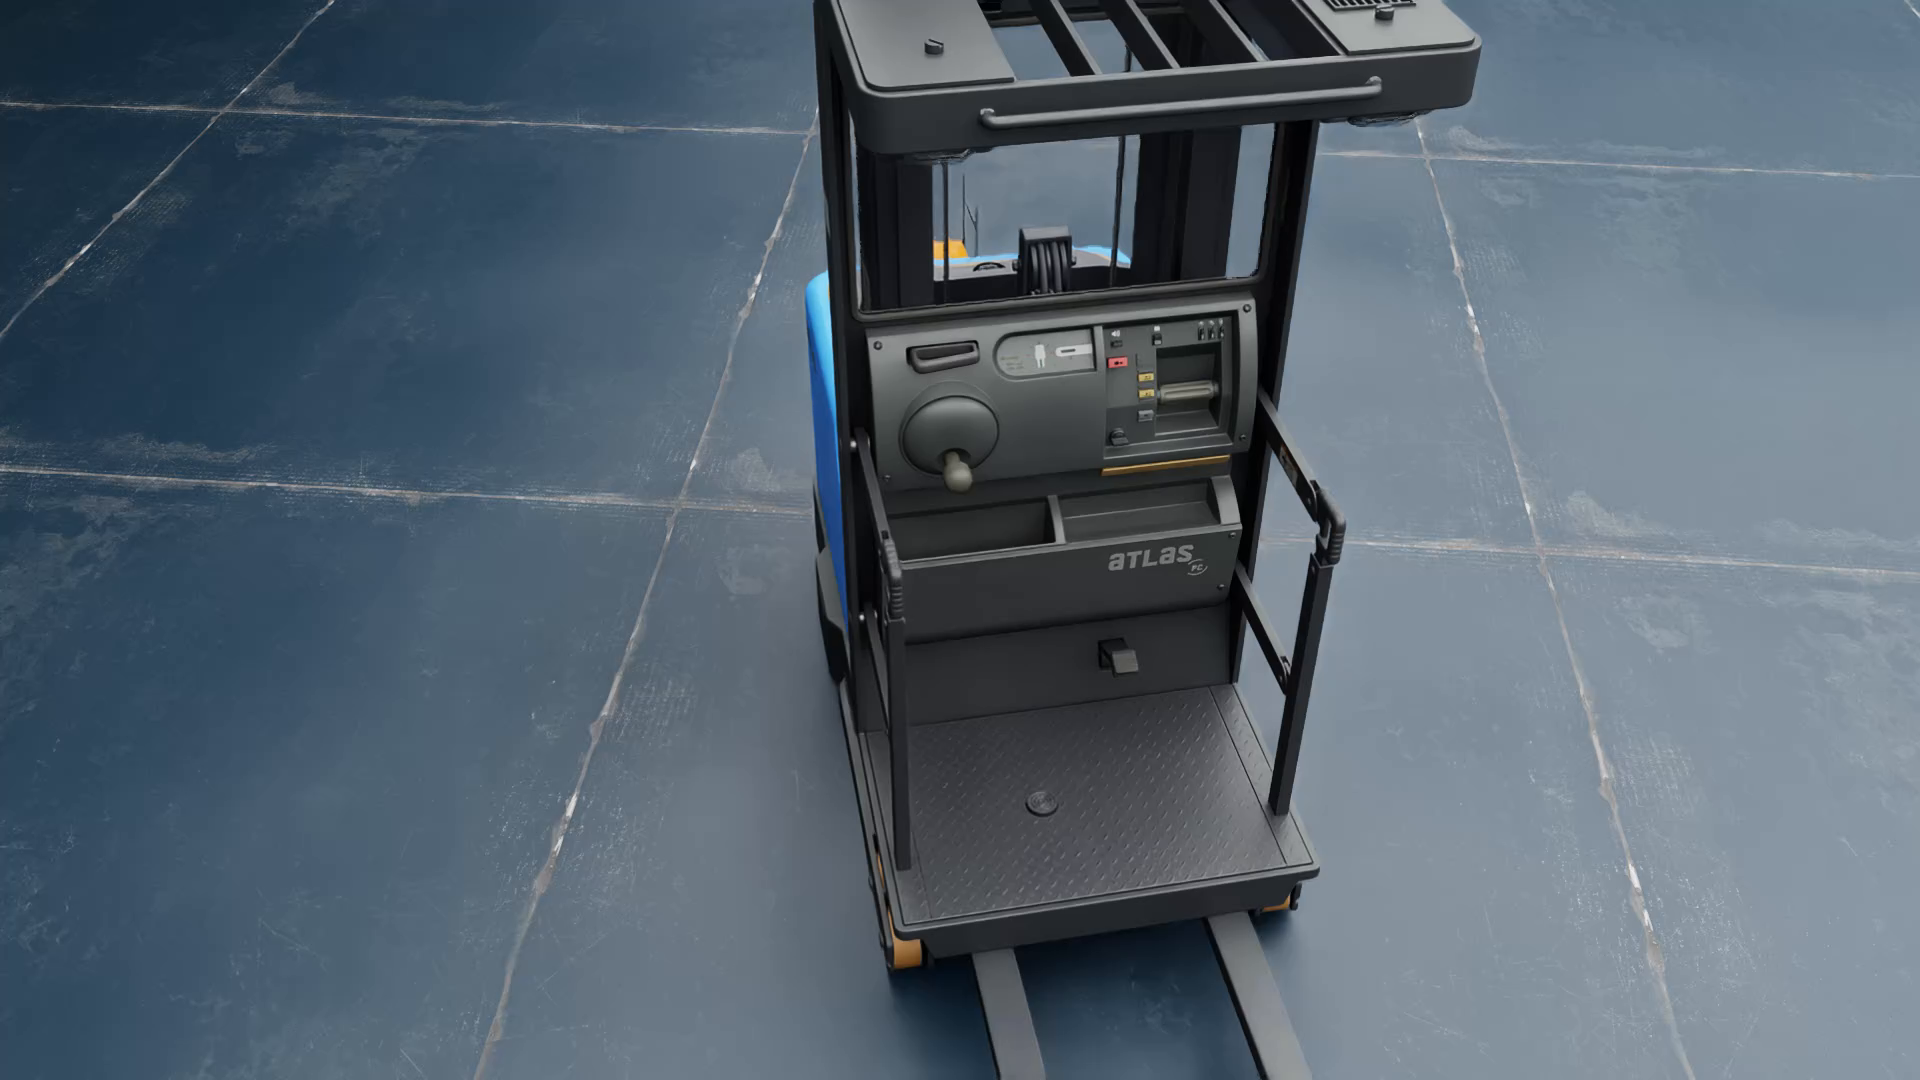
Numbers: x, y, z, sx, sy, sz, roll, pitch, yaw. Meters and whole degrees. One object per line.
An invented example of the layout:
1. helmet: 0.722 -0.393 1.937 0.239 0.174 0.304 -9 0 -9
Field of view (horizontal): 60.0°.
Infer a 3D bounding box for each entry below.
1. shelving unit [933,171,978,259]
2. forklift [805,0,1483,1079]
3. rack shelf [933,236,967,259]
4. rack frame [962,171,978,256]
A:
1. shelving unit: -0.060 -0.624 5.566 0.189 1.200 0.258 -7 40 -8
2. forklift: 0.291 -0.269 3.758 1.130 2.935 3.031 -7 40 -8
3. rack shelf: -0.060 -0.869 5.367 0.180 0.103 0.258 -7 40 -8
4. rack frame: 0.030 -0.635 5.579 0.006 1.200 0.240 -7 40 -8
